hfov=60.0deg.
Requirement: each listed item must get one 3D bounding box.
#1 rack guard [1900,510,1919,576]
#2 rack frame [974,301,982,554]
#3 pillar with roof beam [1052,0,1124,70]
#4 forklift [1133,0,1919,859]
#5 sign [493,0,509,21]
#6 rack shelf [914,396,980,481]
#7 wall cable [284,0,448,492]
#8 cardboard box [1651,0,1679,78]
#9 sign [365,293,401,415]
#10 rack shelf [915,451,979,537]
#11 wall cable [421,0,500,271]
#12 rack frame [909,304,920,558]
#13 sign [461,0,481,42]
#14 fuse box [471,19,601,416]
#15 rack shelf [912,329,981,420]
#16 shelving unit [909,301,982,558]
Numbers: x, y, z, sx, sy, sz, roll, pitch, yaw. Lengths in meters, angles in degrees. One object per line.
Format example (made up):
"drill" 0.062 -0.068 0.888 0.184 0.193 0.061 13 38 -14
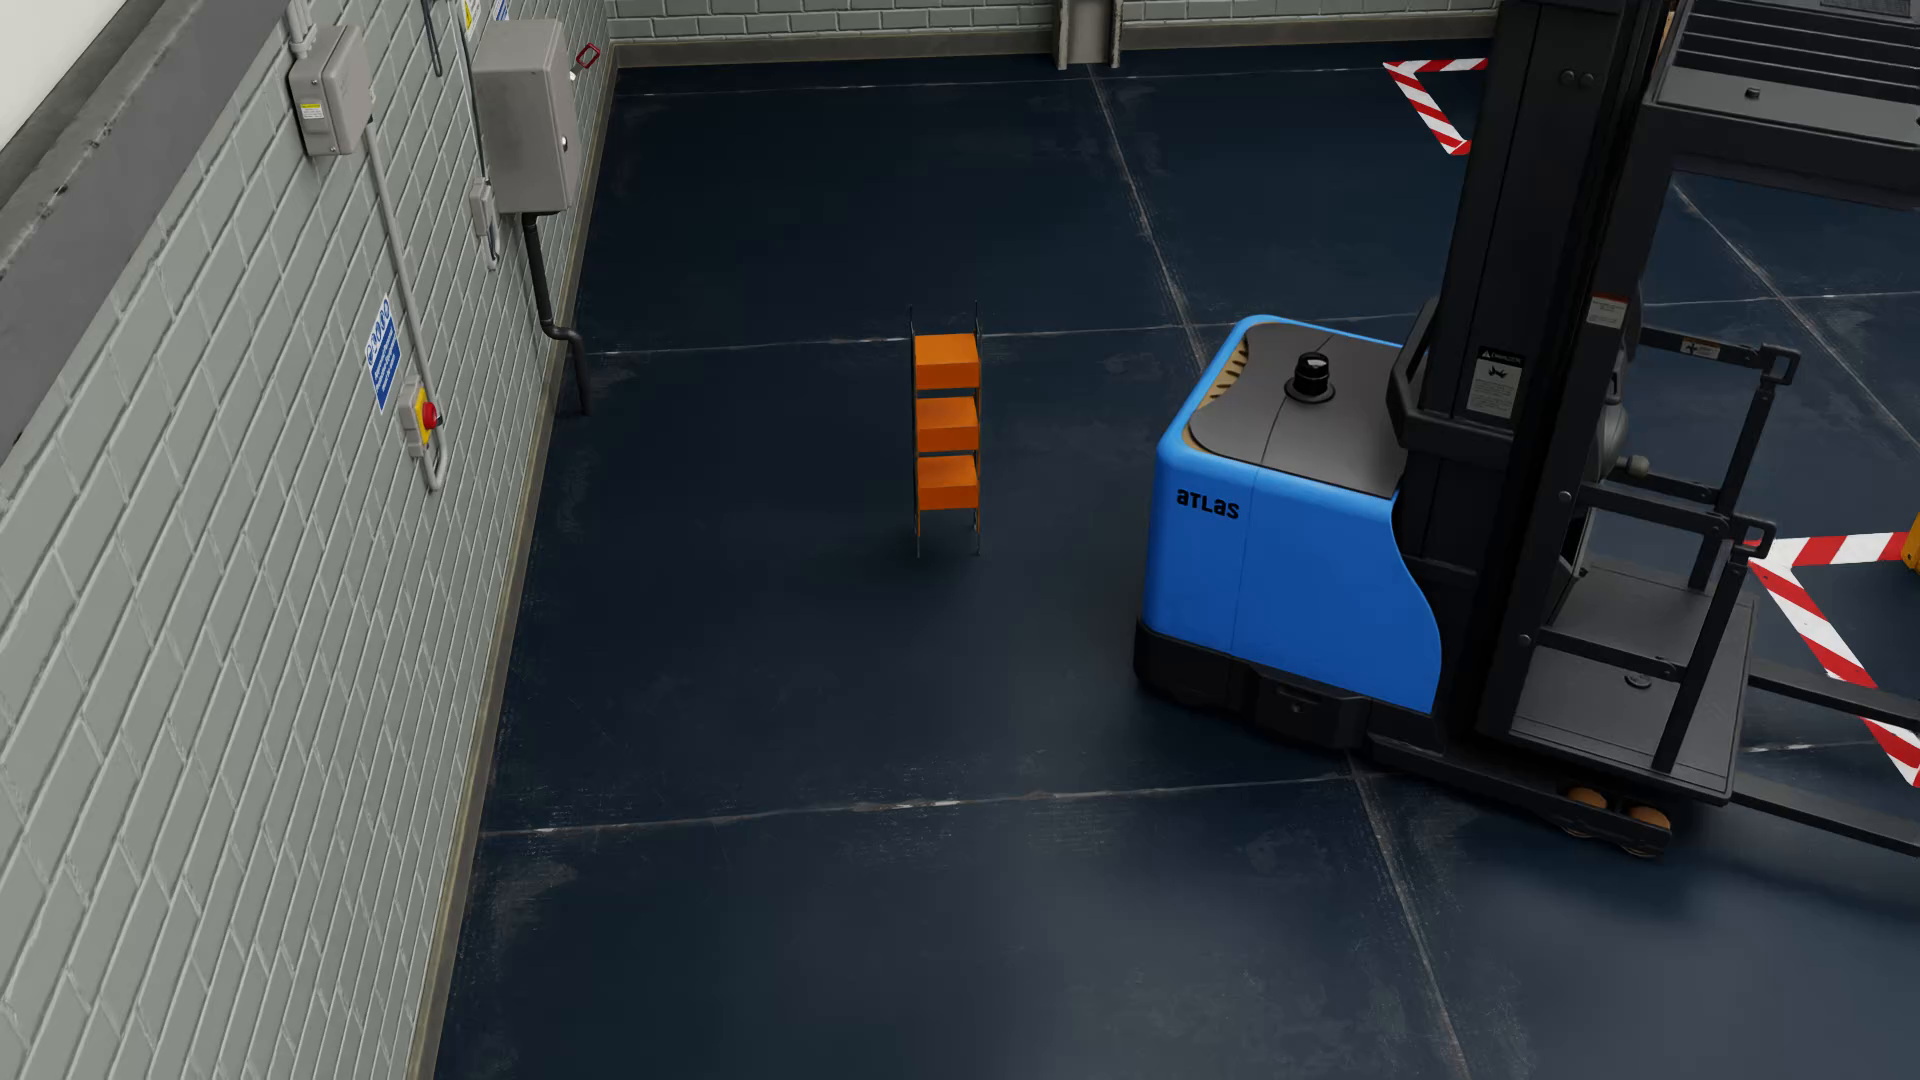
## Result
"rack guard" 3.986 0.193 6.102 0.348 0.500 1.175 -3 38 -4
"rack frame" 0.068 -0.416 6.430 0.008 1.050 0.200 -3 38 -4
"pillar with roof beam" 1.182 -3.959 4.503 0.400 9.000 9.100 -3 38 -4
"forklift" 2.187 -0.493 5.009 3.031 2.935 1.130 16 41 20
"sign" -1.895 -2.026 6.973 0.001 0.494 0.329 -3 38 -4
"rack shelf" -0.053 -0.401 6.428 0.240 0.259 0.215 -3 38 -4
"wall cable" -1.604 -0.877 4.595 0.123 1.953 0.585 -3 38 -4
"cardboard box" 4.184 -3.012 9.822 0.637 0.503 0.797 -5 39 -6
"sign" -1.661 -0.539 4.793 0.001 0.218 0.327 -3 38 -4
"rack shelf" -0.053 -0.183 6.600 0.240 0.259 0.215 -3 38 -4
"wall cable" -1.742 -1.739 5.713 0.122 1.984 0.588 -3 38 -4
"rack frame" -0.175 -0.403 6.413 0.008 1.050 0.200 -3 38 -4
"sign" -1.847 -2.049 6.259 0.001 0.242 0.339 -3 38 -4
"fuse box" -1.645 -1.264 6.971 0.414 1.711 0.539 -3 38 -4
"rack shelf" -0.053 -0.624 6.252 0.240 0.259 0.215 -3 38 -4
"shelving unit" -0.053 -0.409 6.421 0.252 1.050 0.215 -3 38 -4
